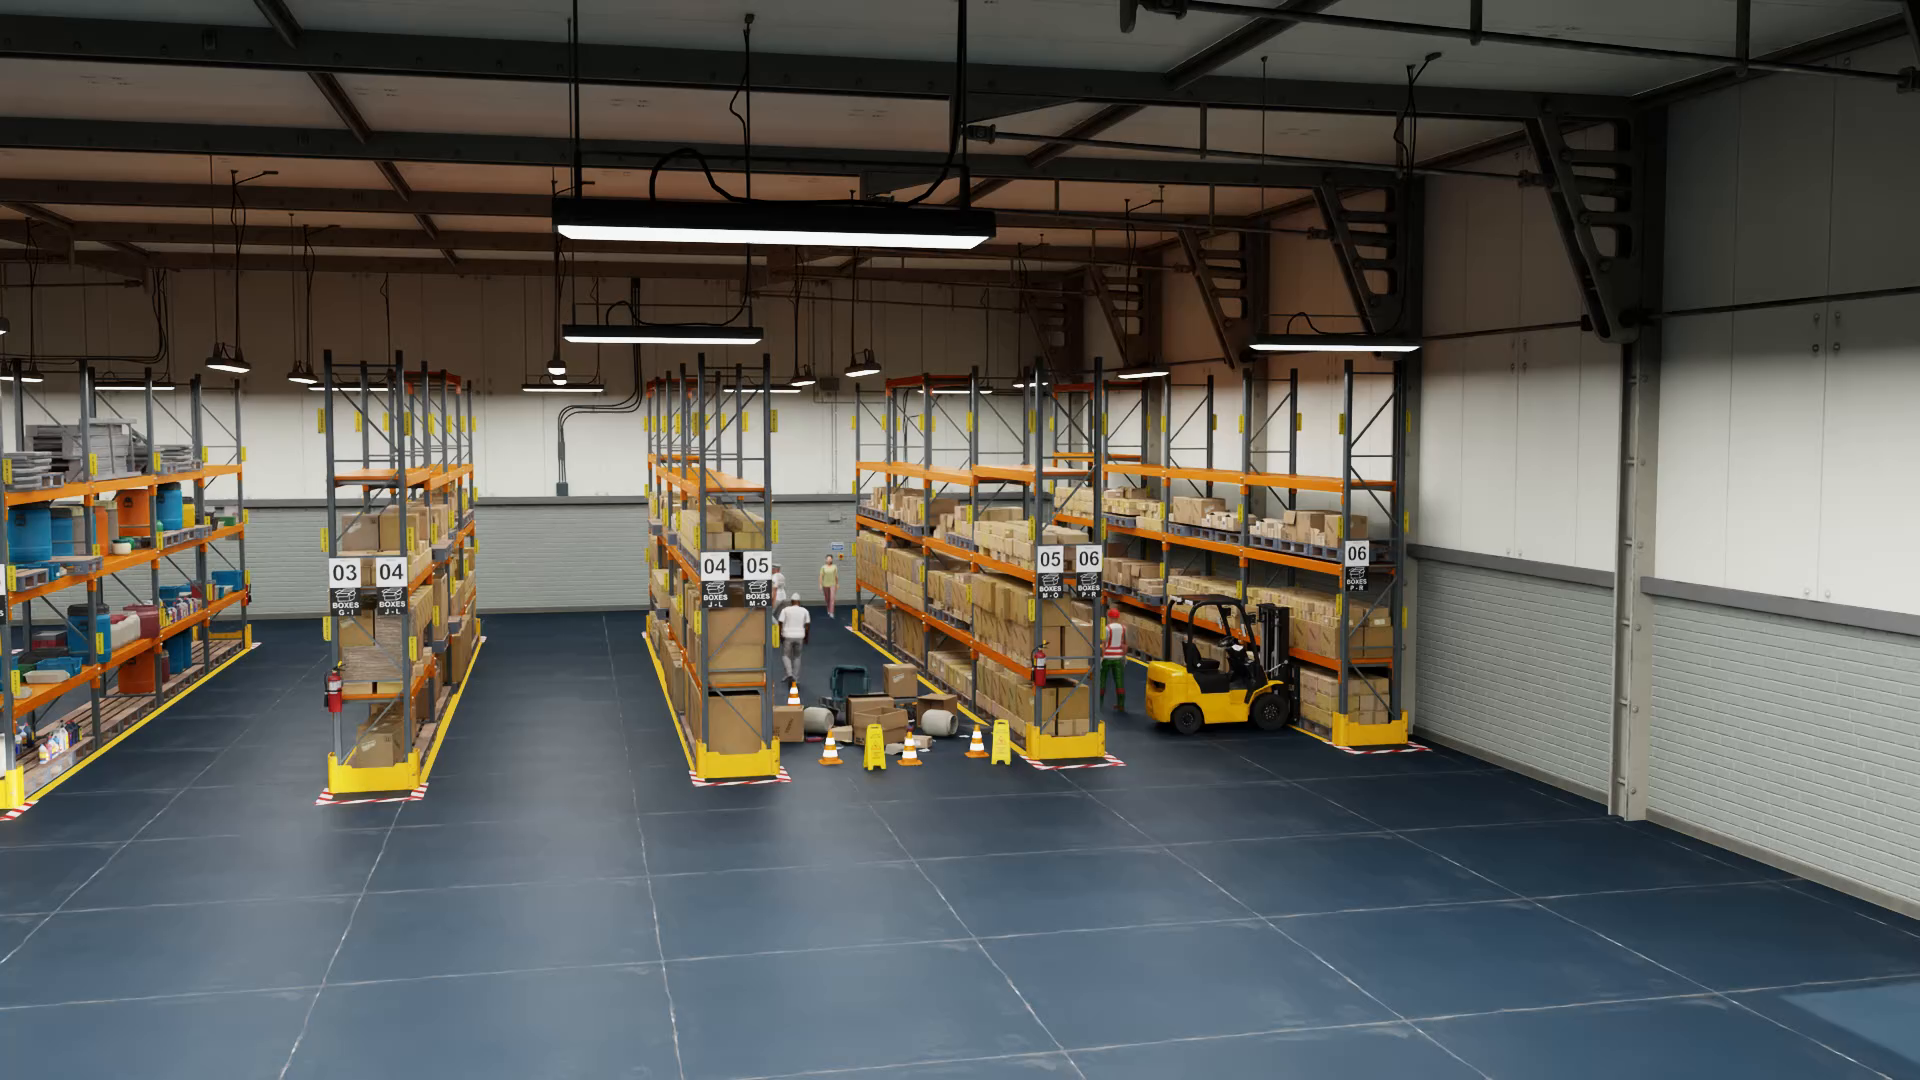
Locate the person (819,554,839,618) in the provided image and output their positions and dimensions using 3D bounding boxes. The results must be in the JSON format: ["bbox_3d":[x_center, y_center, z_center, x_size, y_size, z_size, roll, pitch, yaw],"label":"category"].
[{"bbox_3d":[-3.410,1.180,43.009,0.459,1.603,1.038,0,4,5],"label":"person"}]

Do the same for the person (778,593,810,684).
[{"bbox_3d":[-3.196,1.906,32.087,0.629,1.736,0.700,-1,4,-11],"label":"person"}]

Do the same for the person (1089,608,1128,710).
[{"bbox_3d":[2.666,2.089,29.216,0.630,1.791,0.731,-1,4,-18],"label":"person"}]

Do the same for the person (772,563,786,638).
[{"bbox_3d":[-4.262,1.415,38.891,0.477,1.760,0.581,2,4,23],"label":"person"}]
